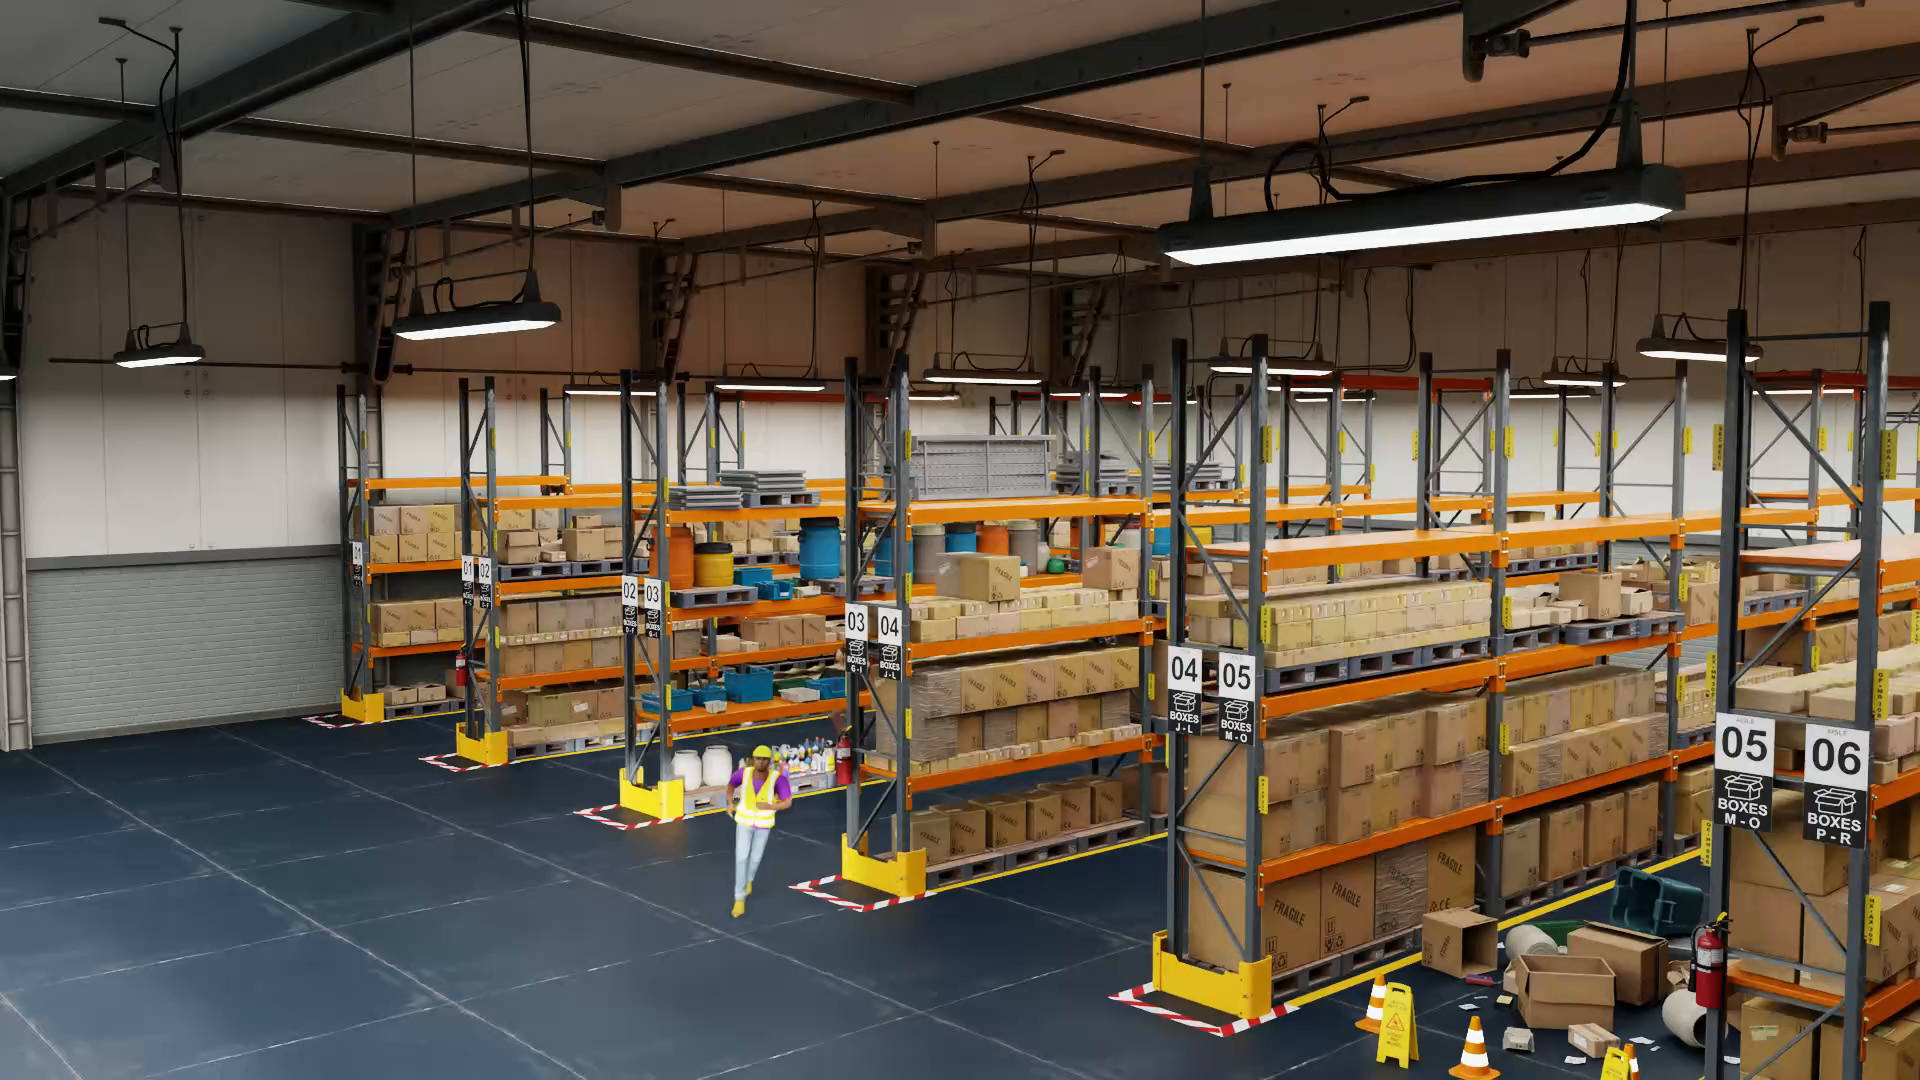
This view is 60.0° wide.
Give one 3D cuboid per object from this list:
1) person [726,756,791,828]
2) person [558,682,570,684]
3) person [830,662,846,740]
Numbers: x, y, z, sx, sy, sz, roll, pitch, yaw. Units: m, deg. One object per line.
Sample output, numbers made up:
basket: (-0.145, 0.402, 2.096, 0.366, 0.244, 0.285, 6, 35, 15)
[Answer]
person: (0.354, 2.380, 23.228, 6.640, 0.769, 10.413, 0, 4, -5)
person: (-6.912, 2.480, 29.329, 0.716, 1.522, 0.569, 3, 5, 42)
person: (-1.825, 2.613, 27.022, 0.756, 1.308, 0.531, -3, 5, -34)
